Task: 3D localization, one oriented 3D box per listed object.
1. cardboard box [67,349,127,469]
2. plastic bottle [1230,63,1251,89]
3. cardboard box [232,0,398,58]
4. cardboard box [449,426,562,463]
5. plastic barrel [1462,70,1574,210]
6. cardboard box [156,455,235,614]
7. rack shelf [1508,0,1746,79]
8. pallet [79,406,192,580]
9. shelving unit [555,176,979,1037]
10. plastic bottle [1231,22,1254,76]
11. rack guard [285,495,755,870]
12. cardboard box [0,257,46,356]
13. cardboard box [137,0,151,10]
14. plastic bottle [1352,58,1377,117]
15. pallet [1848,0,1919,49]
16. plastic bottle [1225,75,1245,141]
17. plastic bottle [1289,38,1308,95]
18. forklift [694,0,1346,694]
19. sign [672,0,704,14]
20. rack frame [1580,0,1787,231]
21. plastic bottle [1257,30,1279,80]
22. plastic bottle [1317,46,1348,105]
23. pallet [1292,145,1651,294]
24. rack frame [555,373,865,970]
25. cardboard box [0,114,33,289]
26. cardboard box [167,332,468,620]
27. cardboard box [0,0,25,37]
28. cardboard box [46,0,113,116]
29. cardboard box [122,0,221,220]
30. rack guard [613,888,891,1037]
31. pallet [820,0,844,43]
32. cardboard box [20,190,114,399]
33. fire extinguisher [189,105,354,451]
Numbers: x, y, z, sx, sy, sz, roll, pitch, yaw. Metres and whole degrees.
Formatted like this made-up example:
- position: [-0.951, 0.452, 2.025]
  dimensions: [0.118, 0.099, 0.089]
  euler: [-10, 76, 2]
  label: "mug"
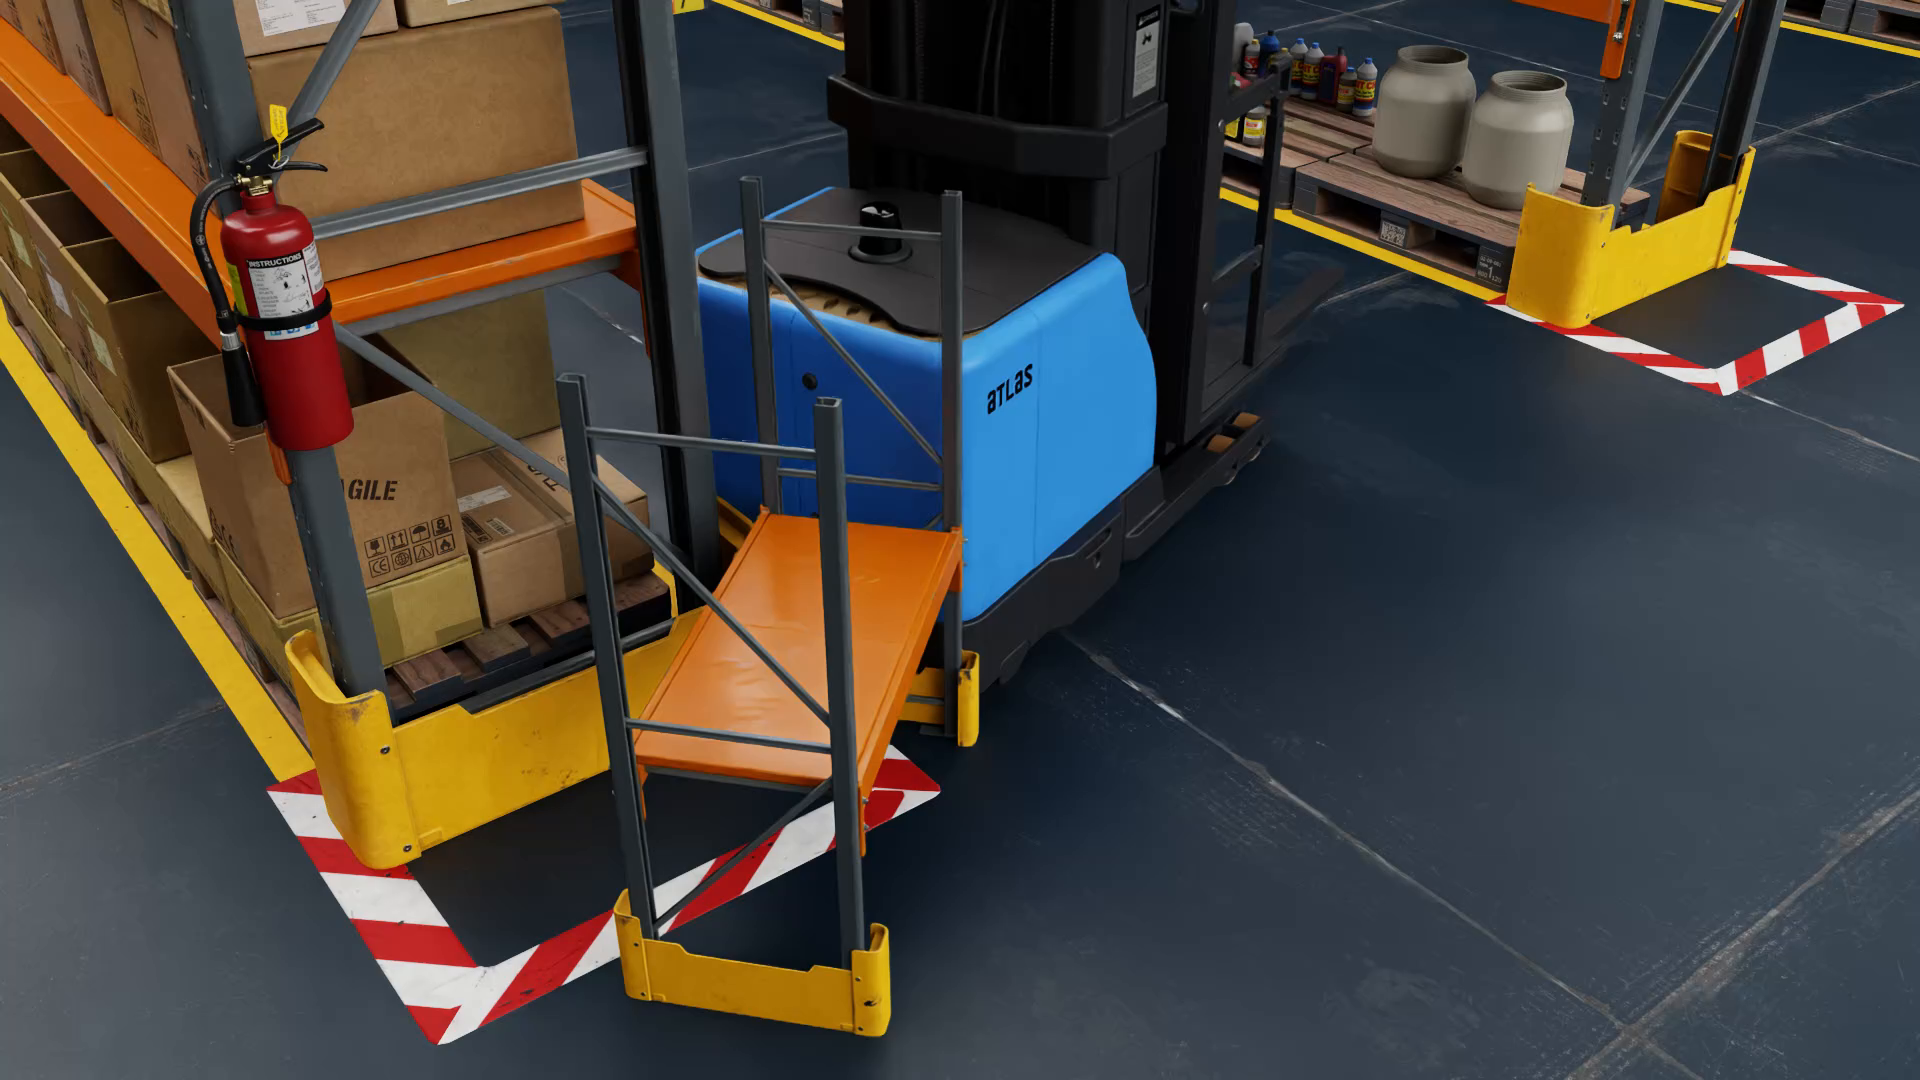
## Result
- position: [-2.551, -0.501, 5.422]
  dimensions: [0.500, 0.250, 0.500]
  euler: [-22, 38, -31]
  label: "cardboard box"
- position: [1.334, -2.148, 8.023]
  dimensions: [0.061, 0.283, 0.133]
  euler: [-22, 38, -31]
  label: "plastic bottle"
- position: [-1.444, -1.157, 3.561]
  dimensions: [0.380, 0.149, 0.250]
  euler: [-23, 39, -32]
  label: "cardboard box"
- position: [-1.522, -0.255, 5.025]
  dimensions: [0.500, 0.250, 0.500]
  euler: [-22, 38, -31]
  label: "cardboard box"
- position: [2.392, -1.714, 7.126]
  dimensions: [0.421, 0.512, 0.421]
  euler: [0, 32, 0]
  label: "plastic barrel"
- position: [-1.938, -0.084, 4.751]
  dimensions: [0.500, 0.250, 0.500]
  euler: [-22, 38, -31]
  label: "cardboard box"
- position: [1.629, -2.871, 7.711]
  dimensions: [1.077, 0.370, 4.000]
  euler: [-22, 38, -31]
  label: "rack shelf"
- position: [-2.306, -0.370, 5.646]
  dimensions: [1.003, 0.211, 1.213]
  euler: [-22, 38, -31]
  label: "pallet"
- position: [-0.342, 0.115, 3.644]
  dimensions: [0.587, 1.500, 1.083]
  euler: [6, 32, 10]
  label: "shelving unit"
- position: [1.437, -2.581, 8.727]
  dimensions: [0.152, 0.276, 0.135]
  euler: [-22, 38, -31]
  label: "plastic bottle"
- position: [-1.045, 0.330, 4.244]
  dimensions: [1.175, 0.500, 0.348]
  euler: [-22, 38, -31]
  label: "rack guard"
- position: [-3.165, -0.918, 6.092]
  dimensions: [0.500, 0.250, 0.500]
  euler: [-22, 38, -31]
  label: "cardboard box"
- position: [-1.763, -1.372, 3.907]
  dimensions: [0.380, 0.149, 0.250]
  euler: [-23, 38, -32]
  label: "cardboard box"
- position: [1.990, -2.227, 8.161]
  dimensions: [0.097, 0.271, 0.097]
  euler: [0, 32, 0]
  label: "plastic bottle"
- position: [6.251, -3.142, 10.109]
  dimensions: [1.003, 0.211, 1.213]
  euler: [-22, 38, -31]
  label: "pallet"
- position: [1.297, -2.042, 7.852]
  dimensions: [0.061, 0.283, 0.133]
  euler: [-21, 38, -30]
  label: "plastic bottle"
- position: [1.718, -2.411, 8.459]
  dimensions: [0.097, 0.271, 0.097]
  euler: [0, 32, 0]
  label: "plastic bottle"
- position: [0.407, -1.553, 4.973]
  dimensions: [1.130, 2.935, 3.031]
  euler: [19, 37, 28]
  label: "forklift"
- position: [-0.617, -1.320, 3.637]
  dimensions: [0.100, 0.325, 0.005]
  euler: [-22, 38, -31]
  label: "sign"
- position: [2.855, -2.343, 6.179]
  dimensions: [1.000, 3.000, 0.127]
  euler: [-22, 38, -31]
  label: "rack frame"
- position: [1.594, -2.496, 8.595]
  dimensions: [0.097, 0.271, 0.097]
  euler: [0, 32, 0]
  label: "plastic bottle"
- position: [1.865, -2.332, 8.320]
  dimensions: [0.061, 0.283, 0.133]
  euler: [-22, 38, -31]
  label: "plastic bottle"
- position: [2.278, -1.515, 7.489]
  dimensions: [1.003, 0.211, 1.213]
  euler: [-22, 38, -31]
  label: "pallet"
- position: [-0.446, 0.382, 3.213]
  dimensions: [0.500, 1.500, 0.032]
  euler: [6, 32, 10]
  label: "rack frame"
- position: [-3.163, -1.237, 5.896]
  dimensions: [0.500, 0.500, 0.500]
  euler: [-22, 38, -31]
  label: "cardboard box"
- position: [-1.623, -0.198, 4.223]
  dimensions: [0.500, 0.500, 0.500]
  euler: [-22, 38, -31]
  label: "cardboard box"
- position: [-2.907, -2.051, 5.614]
  dimensions: [0.700, 0.500, 0.500]
  euler: [-23, 38, -32]
  label: "cardboard box"
- position: [-2.287, -1.627, 4.932]
  dimensions: [0.700, 0.500, 0.500]
  euler: [-21, 38, -30]
  label: "cardboard box"
- position: [-1.662, -1.200, 4.244]
  dimensions: [0.700, 0.500, 0.500]
  euler: [-21, 38, -30]
  label: "cardboard box"
- position: [-0.442, 0.903, 3.559]
  dimensions: [0.587, 0.250, 0.087]
  euler: [6, 32, 10]
  label: "rack guard"
- position: [-0.110, -3.140, 10.105]
  dimensions: [1.003, 0.211, 1.213]
  euler: [-22, 38, -31]
  label: "pallet"
- position: [-2.554, -0.819, 5.222]
  dimensions: [0.500, 0.500, 0.500]
  euler: [-22, 38, -31]
  label: "cardboard box"
- position: [-1.354, -0.509, 3.300]
  dimensions: [0.296, 0.674, 0.183]
  euler: [-22, 38, -31]
  label: "fire extinguisher"
